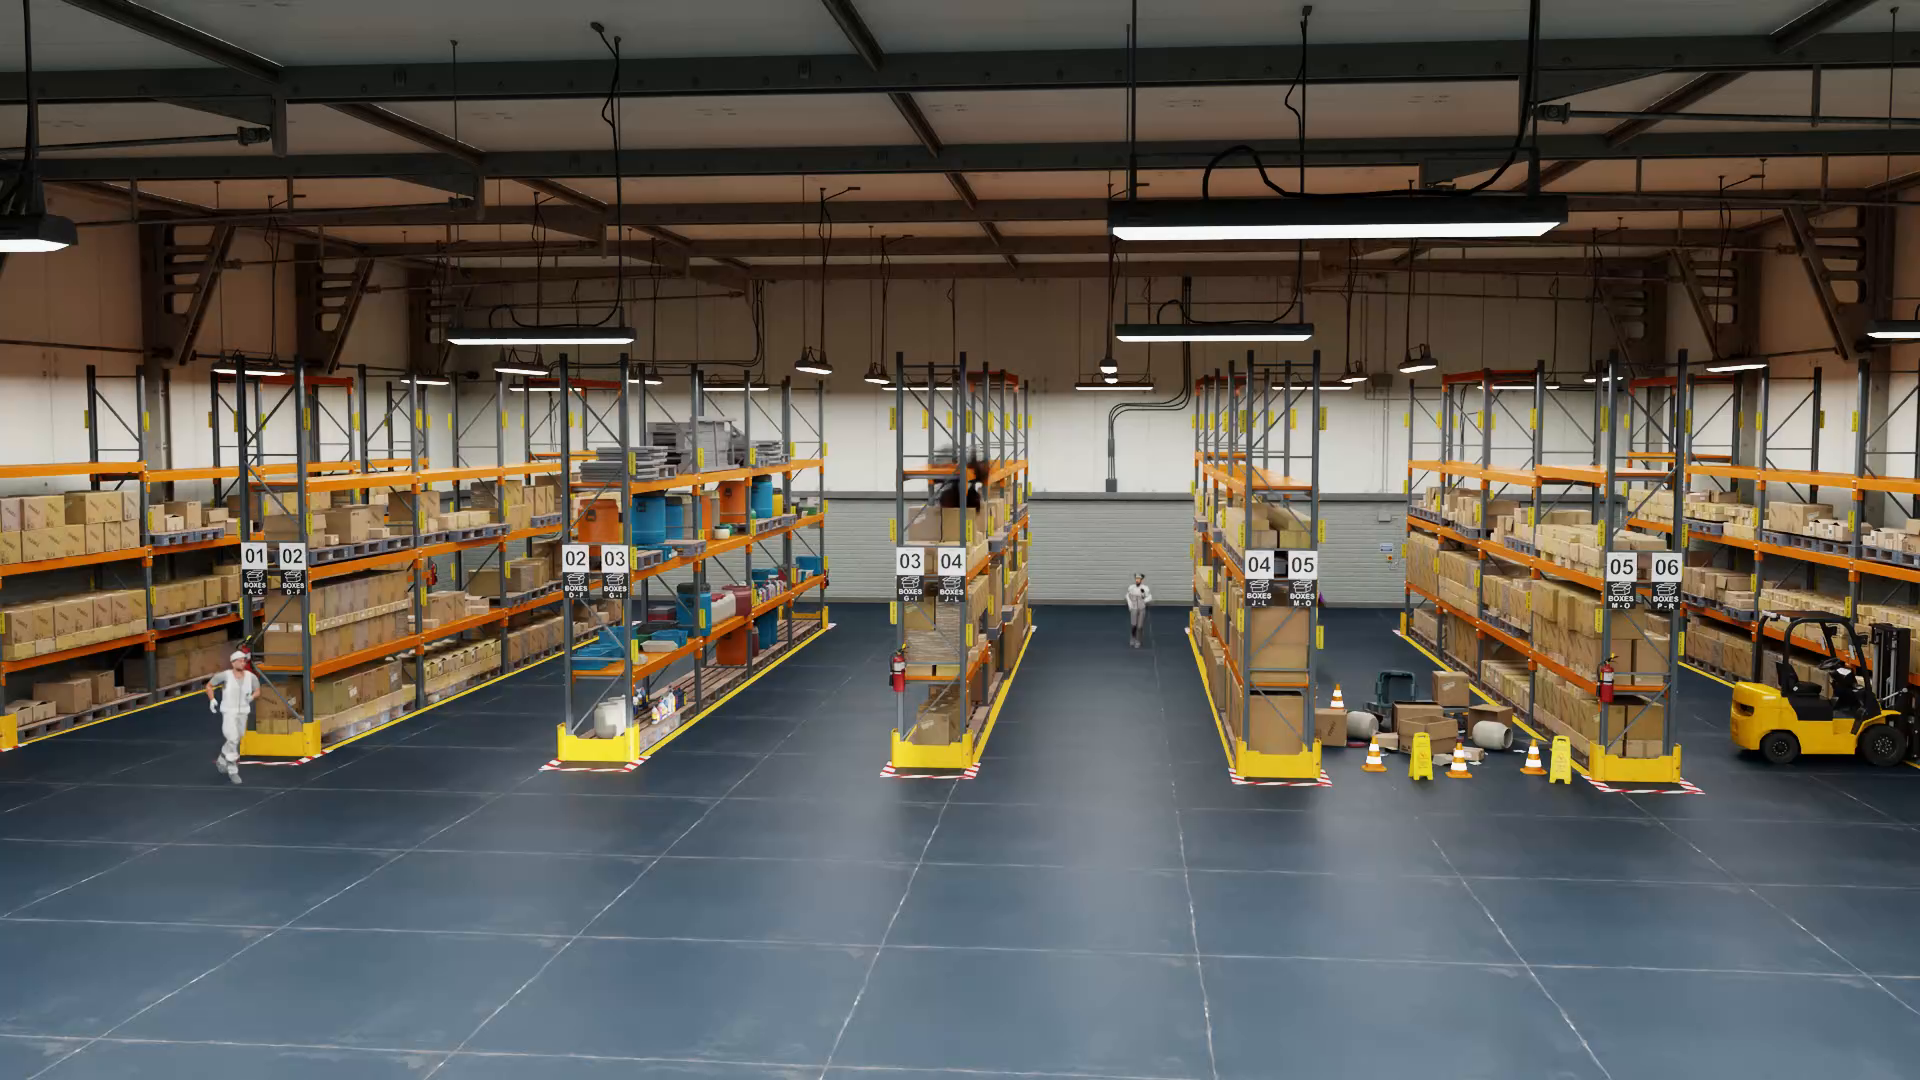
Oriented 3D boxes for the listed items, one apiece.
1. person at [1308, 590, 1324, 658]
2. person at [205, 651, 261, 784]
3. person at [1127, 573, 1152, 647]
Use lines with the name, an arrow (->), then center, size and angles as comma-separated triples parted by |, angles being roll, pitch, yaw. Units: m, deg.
person -> 7.293, 1.642, 34.800 | 0.677, 1.789, 0.908 | 0, 4, -5
person -> -10.169, 2.470, 23.340 | 0.868, 1.828, 0.676 | 4, 5, 42
person -> 3.950, 1.548, 36.787 | 0.590, 1.669, 0.609 | 1, 4, 12
